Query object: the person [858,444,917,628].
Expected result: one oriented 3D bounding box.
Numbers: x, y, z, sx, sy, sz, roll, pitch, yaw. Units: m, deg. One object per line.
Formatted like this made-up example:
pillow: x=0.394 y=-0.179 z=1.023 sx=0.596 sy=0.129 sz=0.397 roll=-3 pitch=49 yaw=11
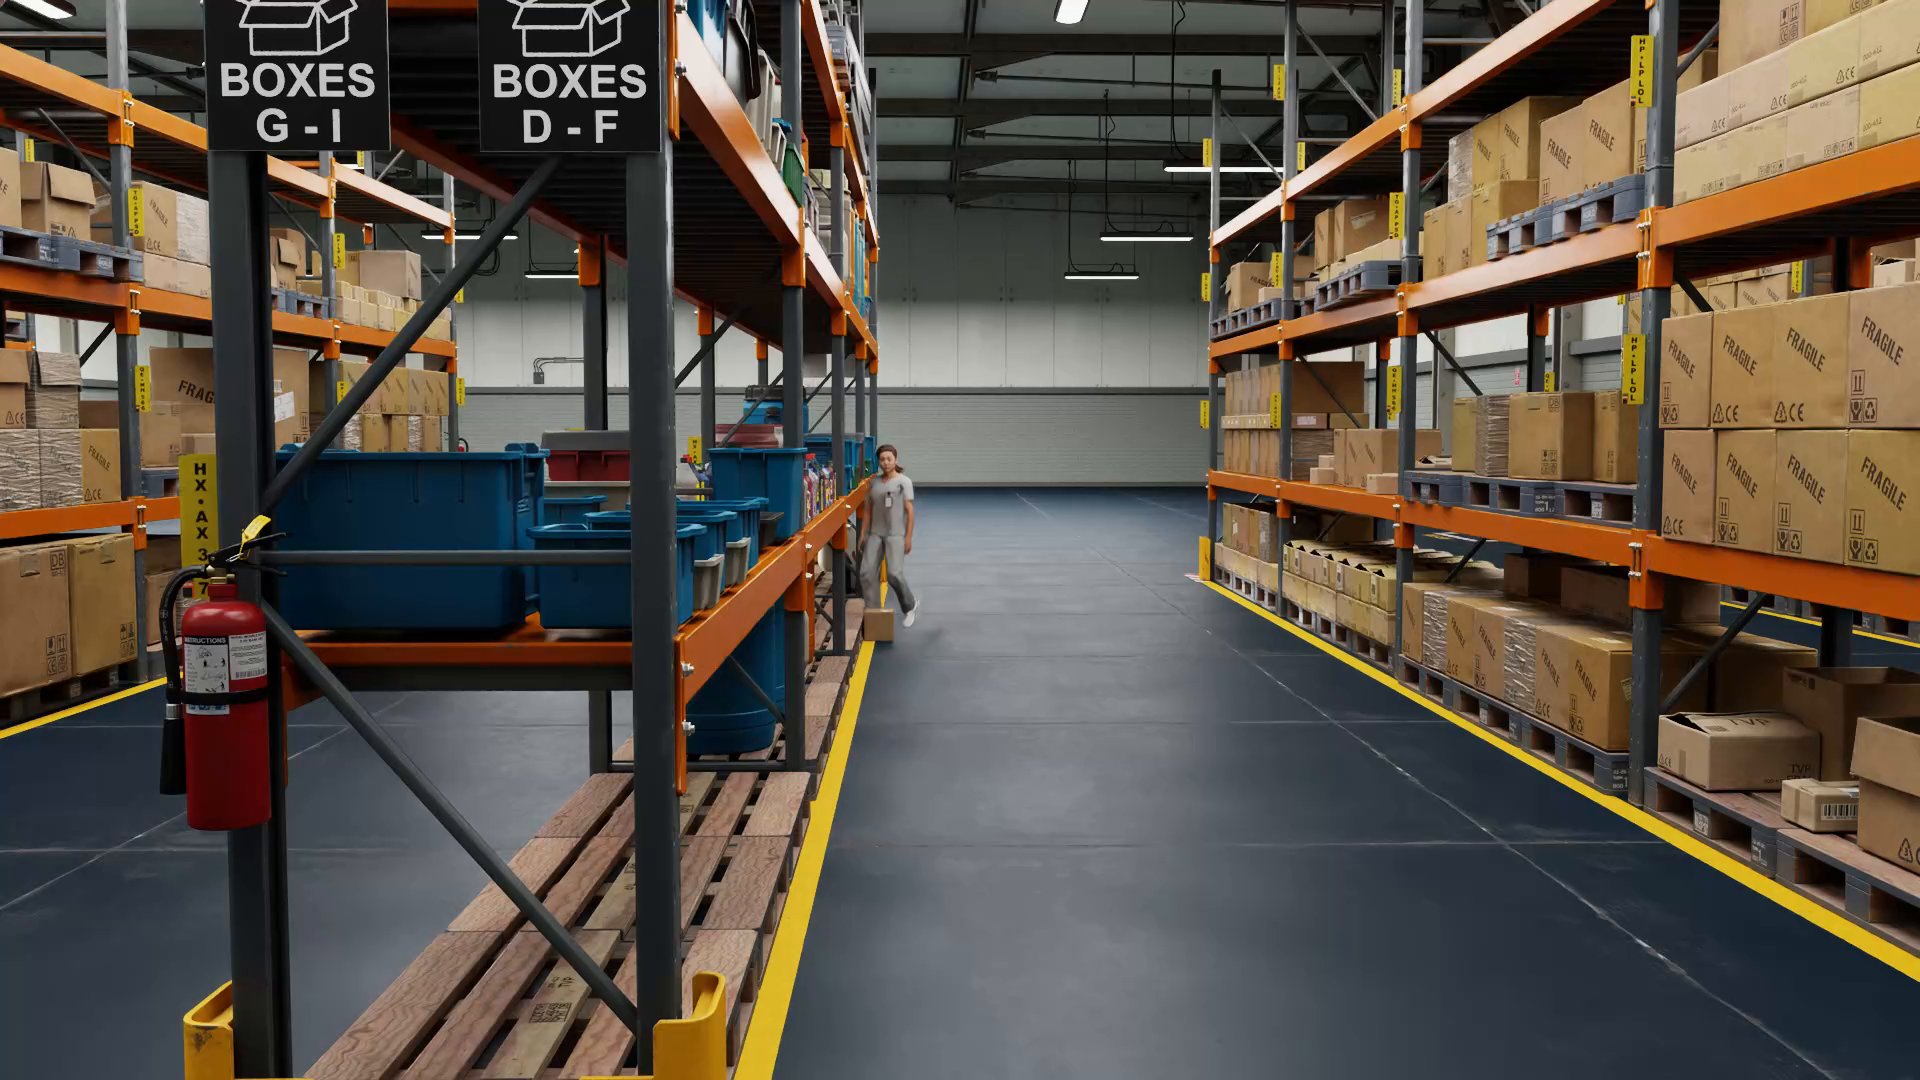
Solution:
person: x=-0.664 y=-0.030 z=14.623 sx=0.479 sy=1.627 sz=0.651 roll=2 pitch=4 yaw=28
